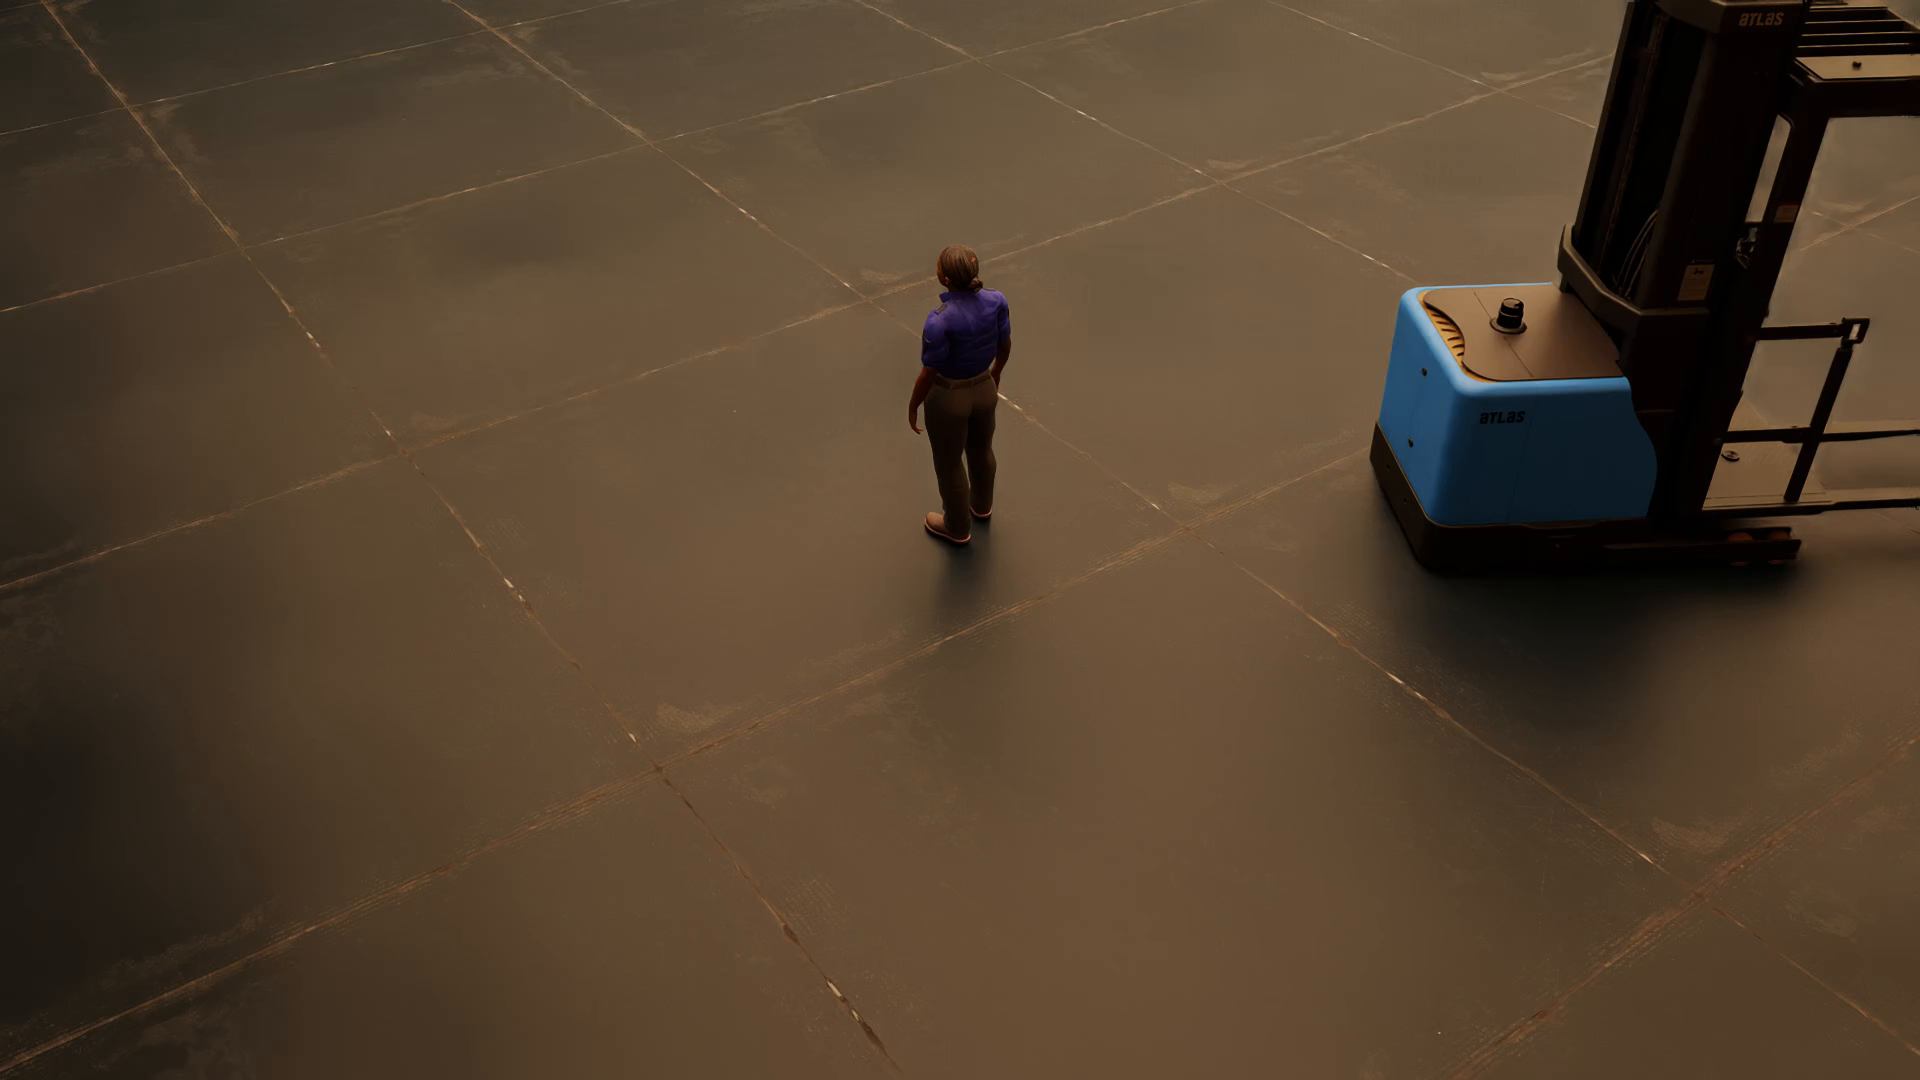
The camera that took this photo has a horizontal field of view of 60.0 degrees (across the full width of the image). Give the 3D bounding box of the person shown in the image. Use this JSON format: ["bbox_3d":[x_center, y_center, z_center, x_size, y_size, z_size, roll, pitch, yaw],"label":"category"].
[{"bbox_3d":[-0.034,-0.720,7.981,0.569,1.654,0.504,-23,42,-28],"label":"person"}]

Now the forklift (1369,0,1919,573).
[{"bbox_3d":[3.728,-1.363,7.788,3.031,2.935,1.130,-3,37,-4],"label":"forklift"}]
